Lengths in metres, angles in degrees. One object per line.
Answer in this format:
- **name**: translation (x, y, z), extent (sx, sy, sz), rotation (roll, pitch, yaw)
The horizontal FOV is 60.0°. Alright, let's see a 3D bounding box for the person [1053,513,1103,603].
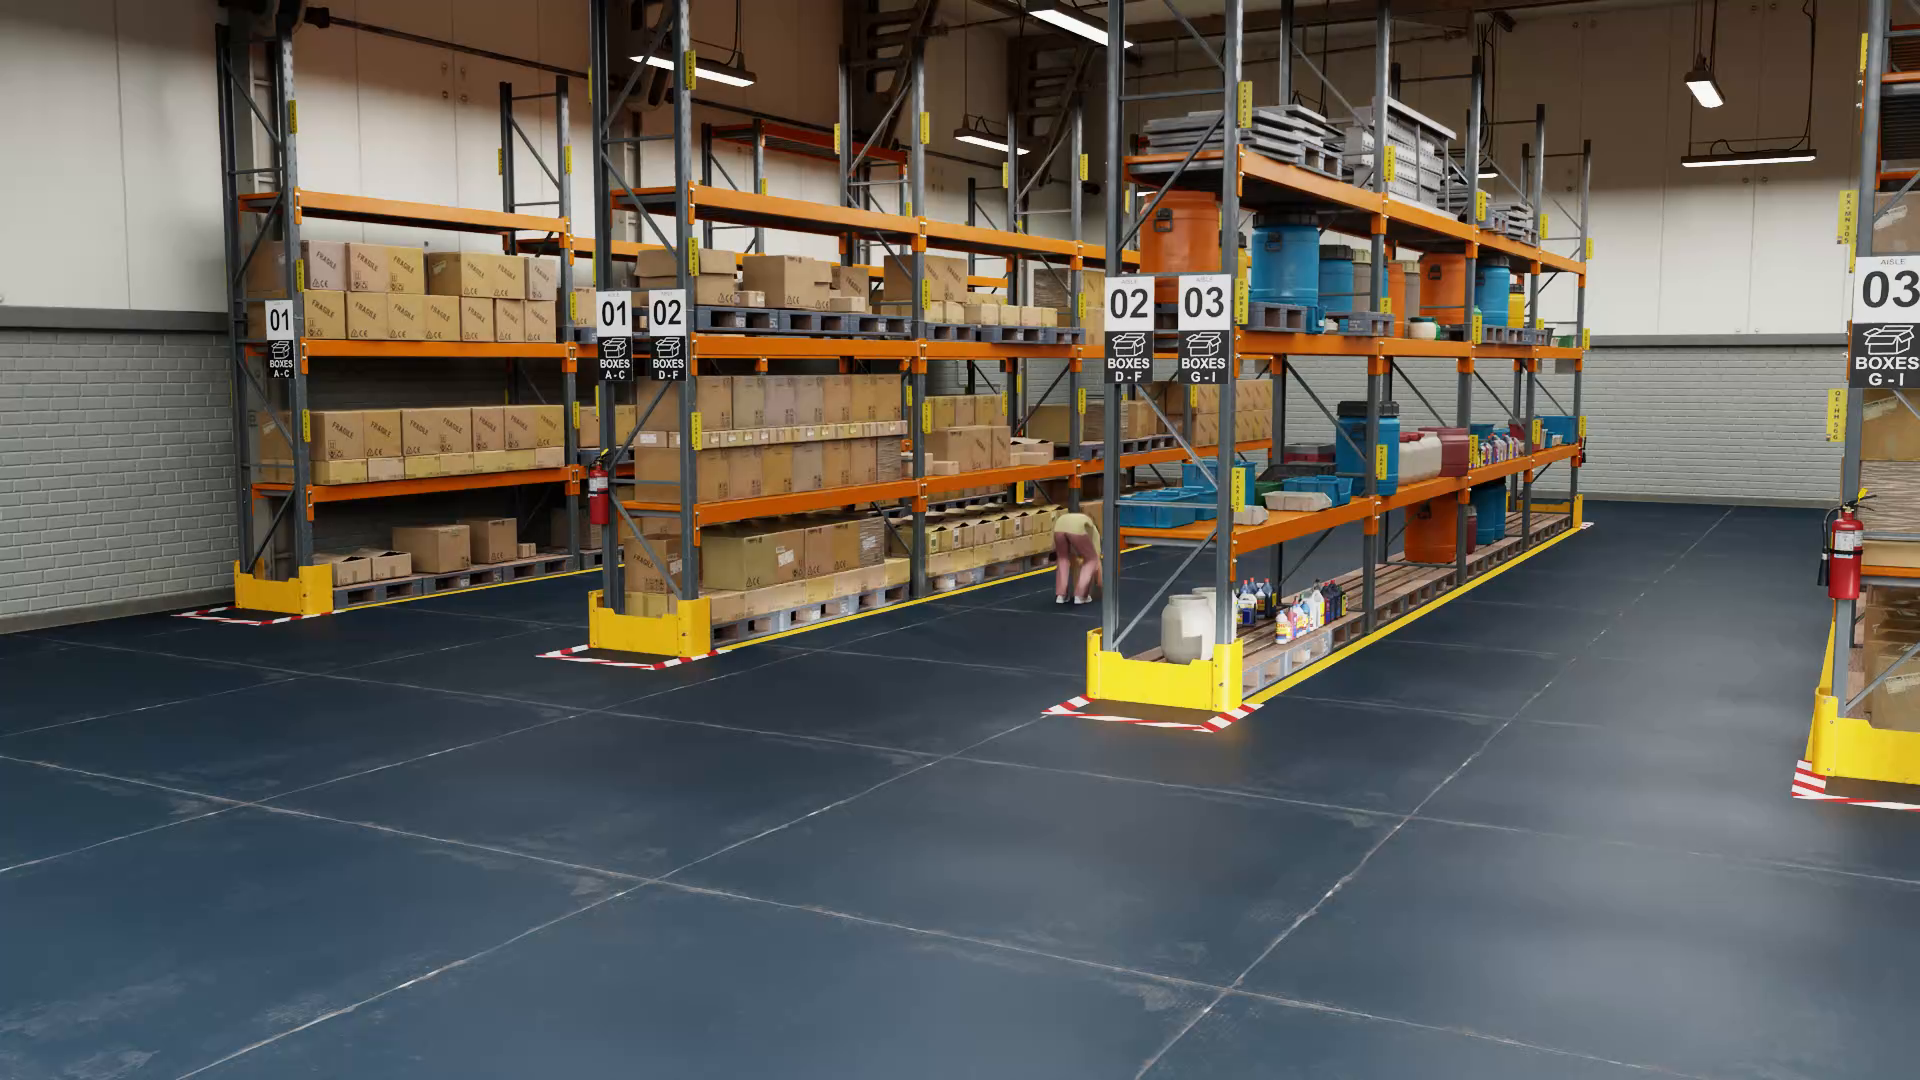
- **person**: translation (1.291, 0.177, 18.001), extent (0.447, 0.973, 0.860), rotation (3, 7, 26)
